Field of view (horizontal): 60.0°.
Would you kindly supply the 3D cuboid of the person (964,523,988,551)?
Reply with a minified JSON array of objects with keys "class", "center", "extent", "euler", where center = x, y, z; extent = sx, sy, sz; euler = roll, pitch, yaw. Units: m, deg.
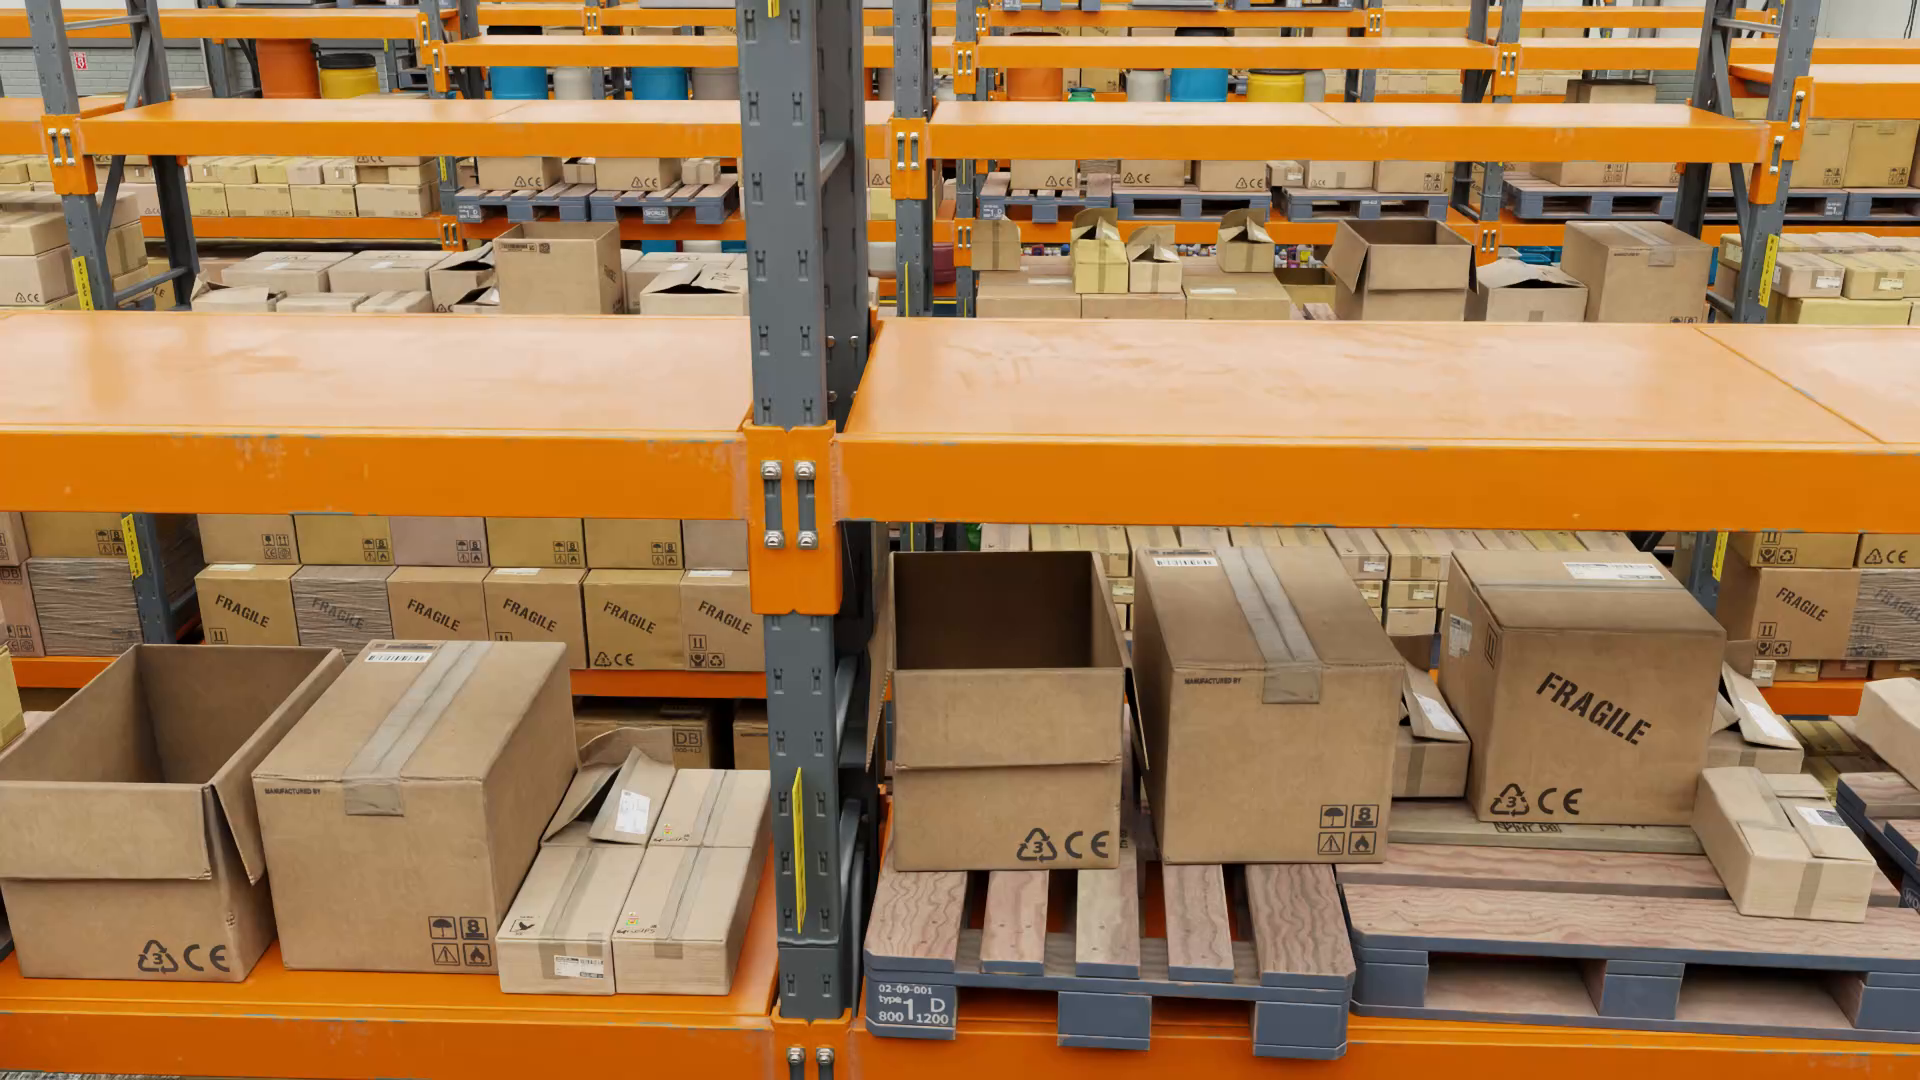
[{"class":"person","center":[0.163,-0.260,12.394],"extent":[0.450,1.780,0.623],"euler":[0,21,0]}]
